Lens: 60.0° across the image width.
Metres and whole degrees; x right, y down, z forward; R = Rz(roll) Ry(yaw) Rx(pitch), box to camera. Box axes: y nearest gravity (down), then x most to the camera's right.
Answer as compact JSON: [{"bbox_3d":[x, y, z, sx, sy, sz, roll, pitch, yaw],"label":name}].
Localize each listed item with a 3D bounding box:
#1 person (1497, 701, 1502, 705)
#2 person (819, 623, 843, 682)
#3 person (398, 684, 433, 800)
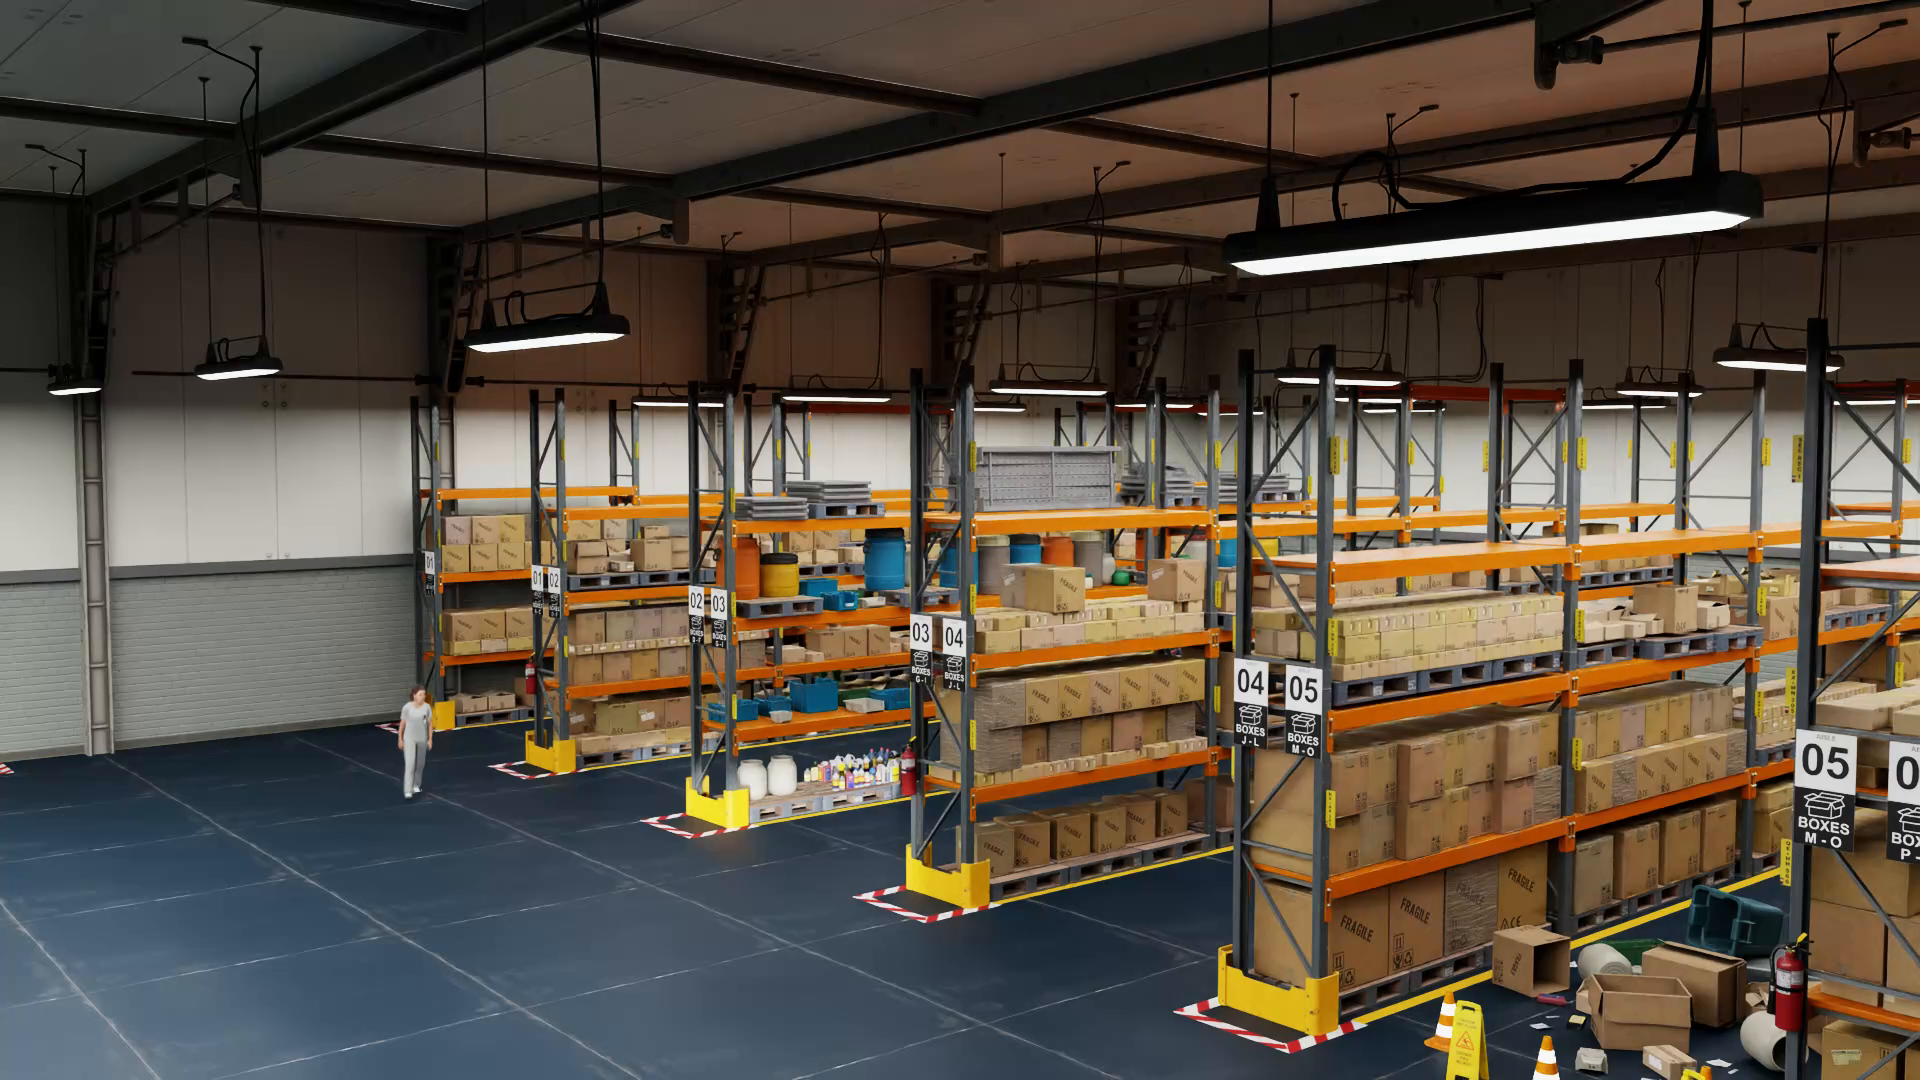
[{"bbox_3d":[7.515,2.942,22.887,0.729,1.754,0.617,-1,4,-24],"label":"person"},{"bbox_3d":[-2.597,2.342,33.073,0.551,1.789,0.710,2,4,30],"label":"person"},{"bbox_3d":[-7.949,2.926,24.245,0.521,1.643,0.838,-2,4,-35],"label":"person"}]
